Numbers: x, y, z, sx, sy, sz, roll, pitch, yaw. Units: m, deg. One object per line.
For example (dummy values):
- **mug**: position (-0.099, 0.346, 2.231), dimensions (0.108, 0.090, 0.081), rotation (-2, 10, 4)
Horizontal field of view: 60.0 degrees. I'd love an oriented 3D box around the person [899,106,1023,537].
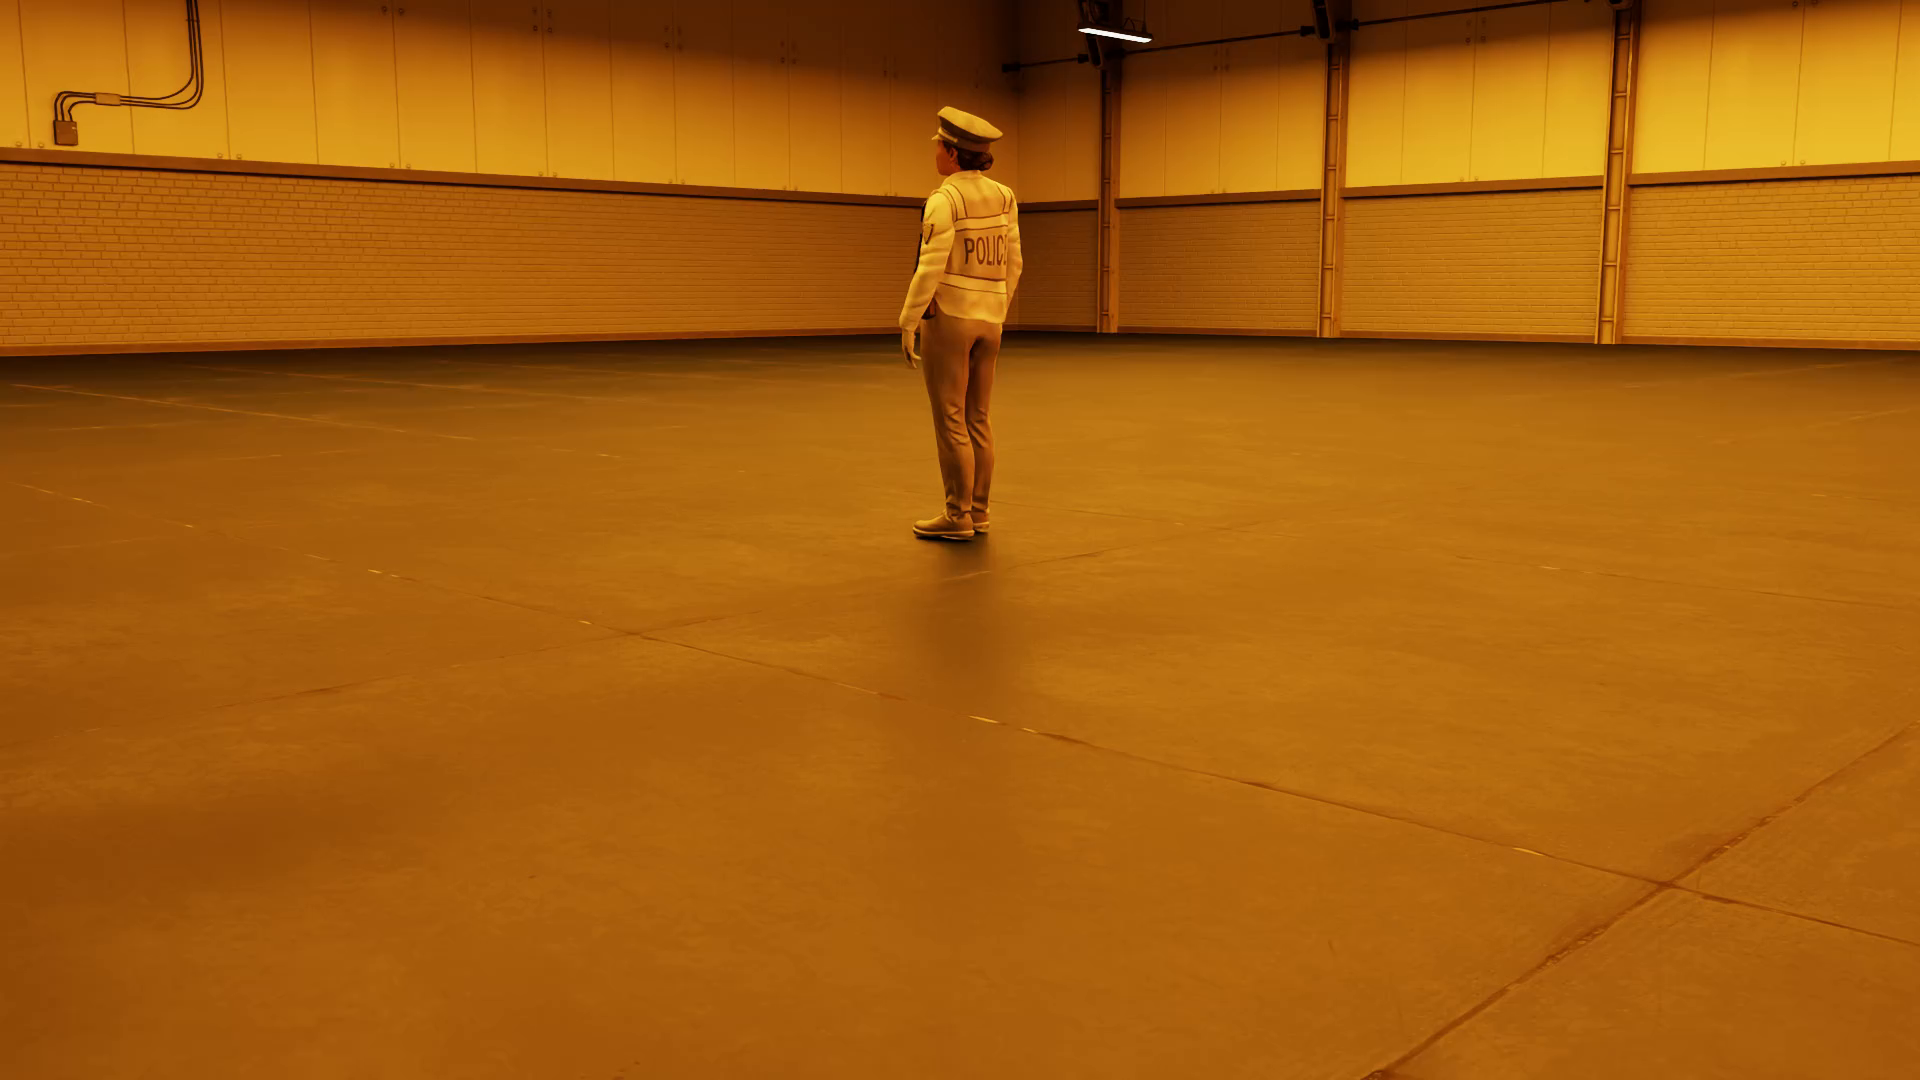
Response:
- **person**: position (-0.045, -0.853, 6.642), dimensions (0.530, 1.694, 0.587), rotation (8, 12, 43)
